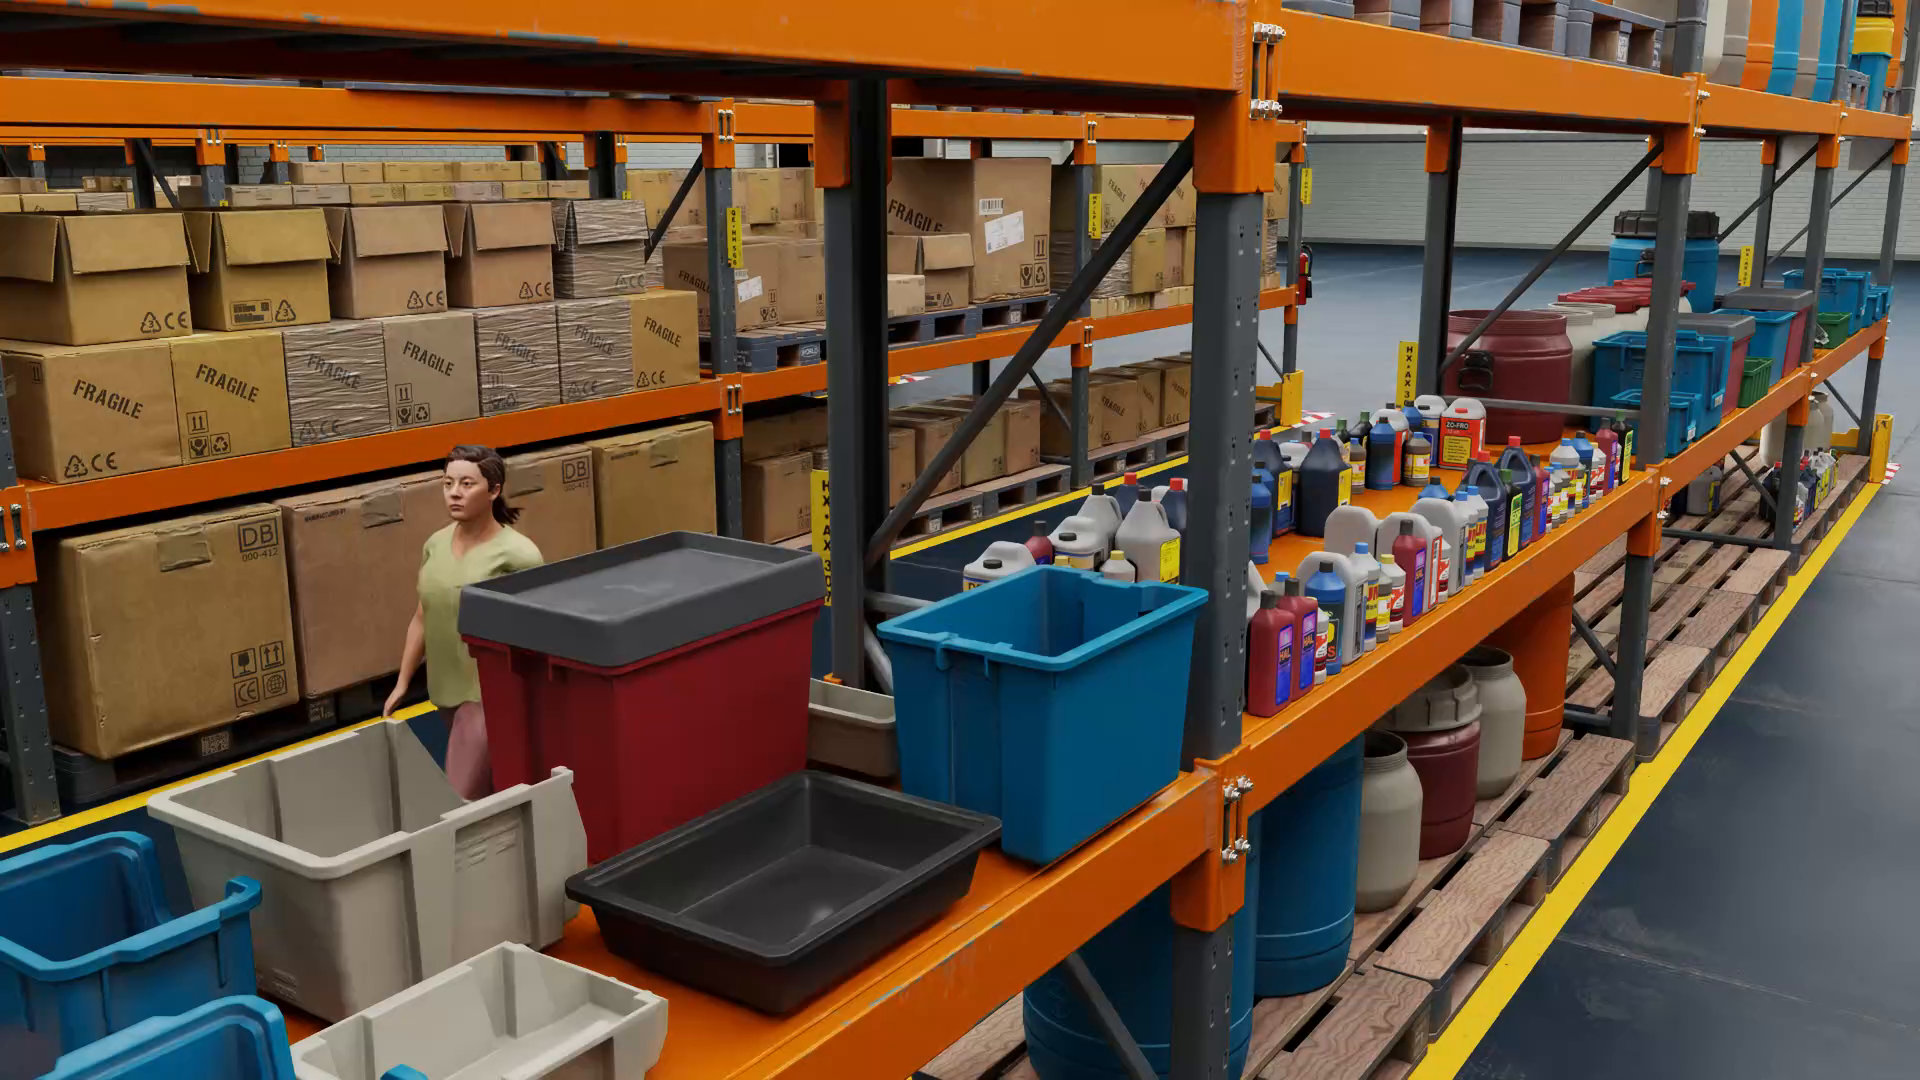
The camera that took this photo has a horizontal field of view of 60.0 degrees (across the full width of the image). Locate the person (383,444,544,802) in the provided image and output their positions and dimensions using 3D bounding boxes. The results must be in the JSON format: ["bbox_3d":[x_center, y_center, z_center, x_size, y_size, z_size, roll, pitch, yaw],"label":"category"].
[{"bbox_3d":[-1.581,0.500,5.323,0.450,1.614,1.027,7,15,28],"label":"person"}]
